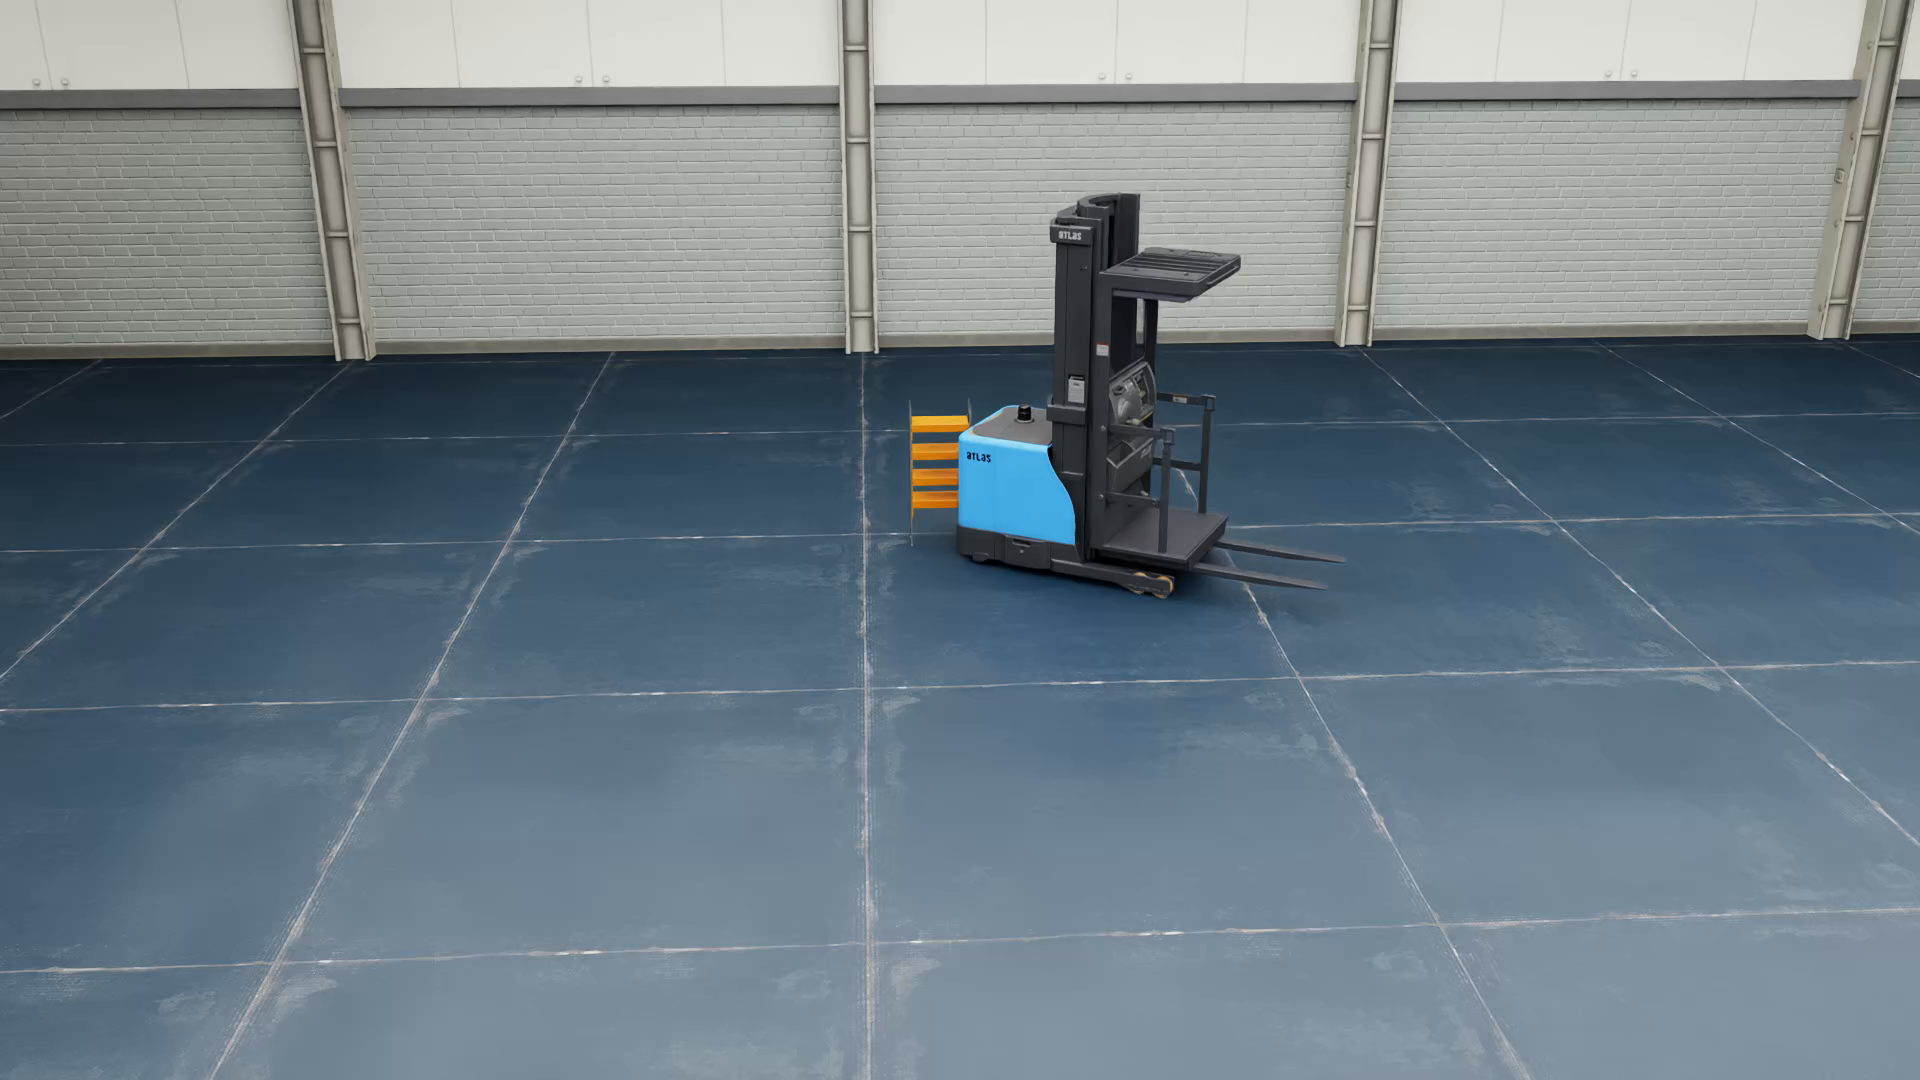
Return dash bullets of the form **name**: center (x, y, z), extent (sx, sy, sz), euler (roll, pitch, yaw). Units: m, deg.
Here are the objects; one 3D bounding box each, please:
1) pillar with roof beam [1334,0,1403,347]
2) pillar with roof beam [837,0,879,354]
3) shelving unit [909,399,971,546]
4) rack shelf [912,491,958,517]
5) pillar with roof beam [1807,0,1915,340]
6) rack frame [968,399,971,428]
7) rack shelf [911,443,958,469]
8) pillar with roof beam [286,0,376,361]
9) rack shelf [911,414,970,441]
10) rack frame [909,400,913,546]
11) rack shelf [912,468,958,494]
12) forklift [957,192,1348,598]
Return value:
- **pillar with roof beam**: center (5.057, -5.090, 14.775), extent (0.400, 9.000, 9.100), euler (-1, 21, -3)
- **pillar with roof beam**: center (-0.933, -4.968, 14.455), extent (0.400, 9.000, 9.100), euler (-1, 21, -3)
- **shelving unit**: center (-0.165, -0.557, 13.830), extent (0.503, 1.200, 0.258), euler (-1, 21, -3)
- **rack shelf**: center (-0.165, -0.309, 13.925), extent (0.480, 0.148, 0.258), euler (-1, 21, -3)
- **pillar with roof beam**: center (11.047, -5.212, 15.095), extent (0.400, 9.000, 9.100), euler (-1, 21, -3)
- **rack frame**: center (0.078, -0.562, 13.843), extent (0.015, 1.200, 0.240), euler (-1, 21, -3)
- **rack shelf**: center (-0.165, -0.704, 13.774), extent (0.480, 0.148, 0.258), euler (-1, 21, -3)
- **pillar with roof beam**: center (-6.923, -4.847, 14.135), extent (0.400, 9.000, 9.100), euler (-1, 21, -3)
- **rack shelf**: center (-0.165, -0.925, 13.690), extent (0.480, 0.148, 0.258), euler (-1, 21, -3)
- **rack frame**: center (-0.409, -0.552, 13.817), extent (0.015, 1.200, 0.240), euler (-1, 21, -3)
- **rack shelf**: center (-0.165, -0.494, 13.854), extent (0.480, 0.148, 0.258), euler (-1, 21, -3)
- **forklift**: center (1.529, -1.136, 12.916), extent (3.031, 2.935, 1.130), euler (10, 23, 24)
